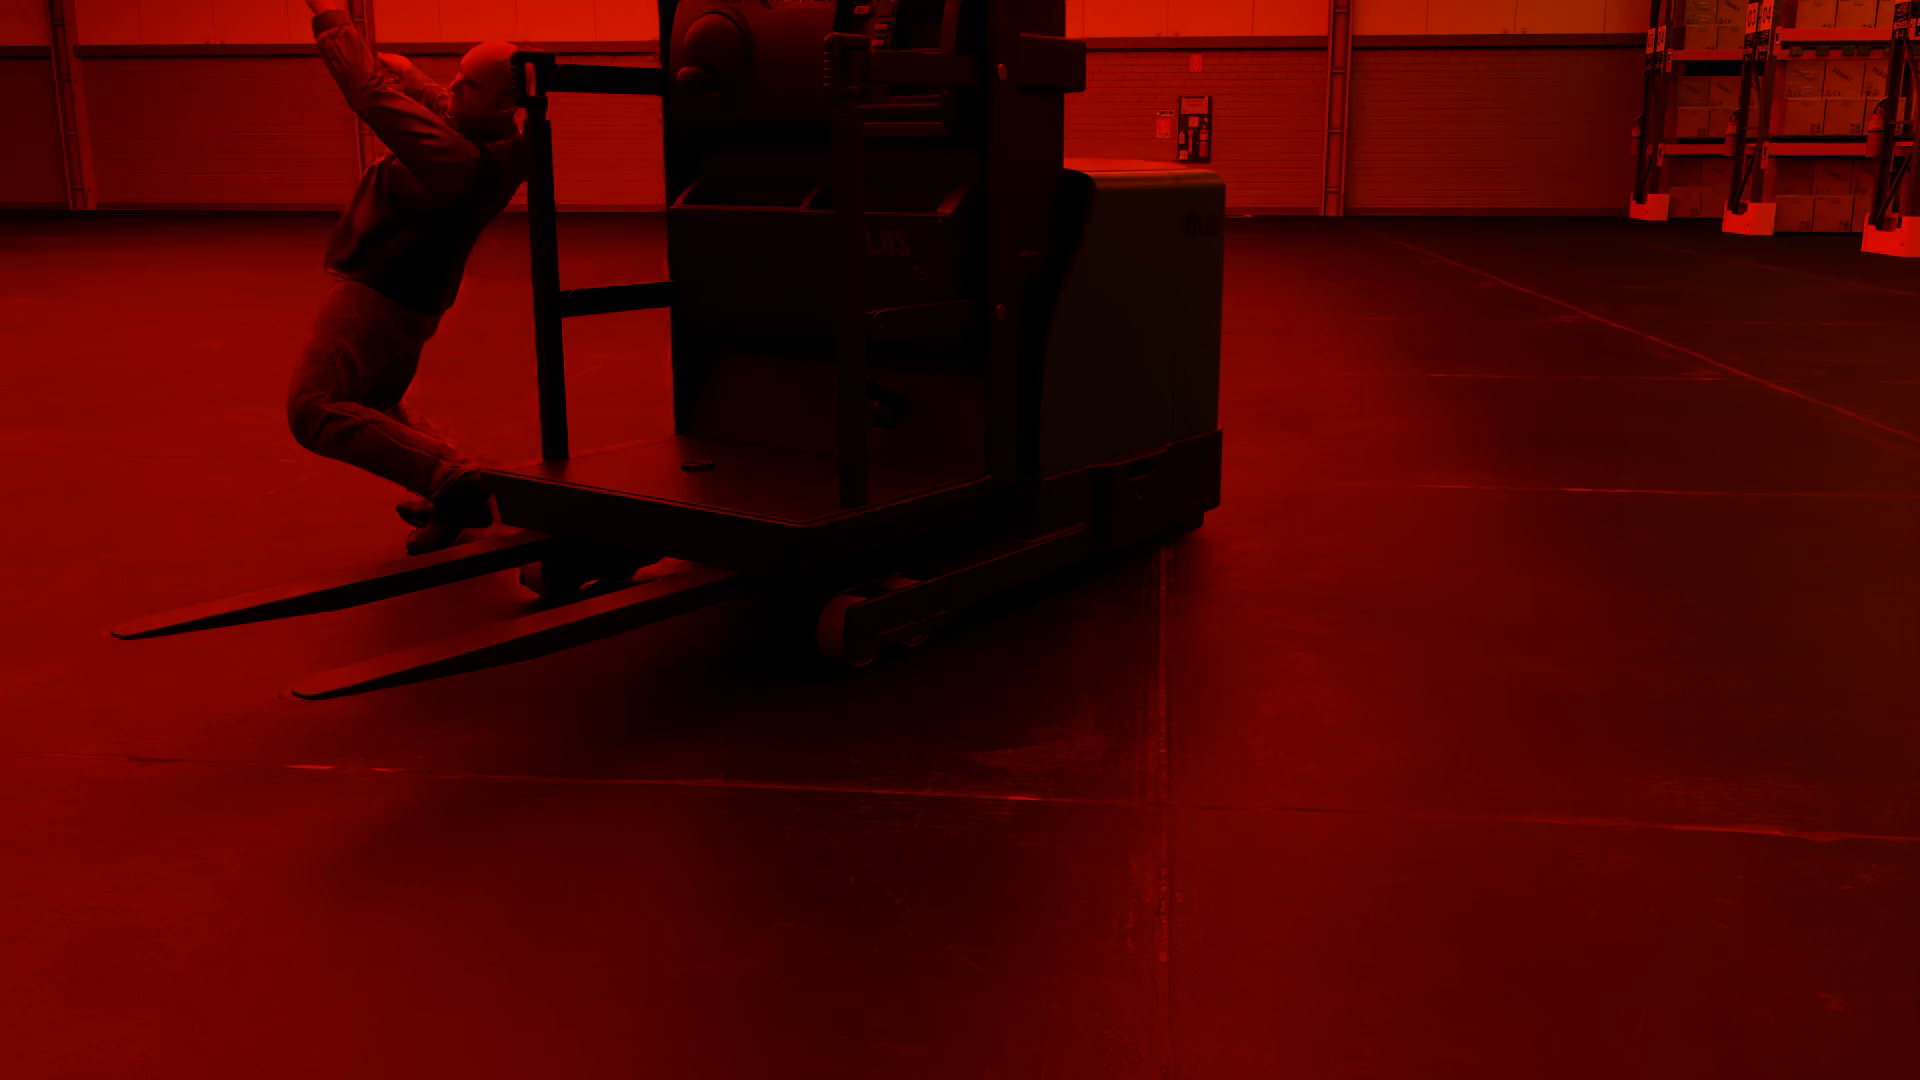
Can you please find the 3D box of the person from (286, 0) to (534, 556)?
[{"bbox_3d":[-1.507,-0.809,4.808,0.672,1.590,1.000,-1,13,-5],"label":"person"}]

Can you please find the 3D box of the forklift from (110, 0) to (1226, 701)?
[{"bbox_3d":[-0.479,-1.266,3.922,1.130,2.935,3.031,9,16,35],"label":"forklift"}]
